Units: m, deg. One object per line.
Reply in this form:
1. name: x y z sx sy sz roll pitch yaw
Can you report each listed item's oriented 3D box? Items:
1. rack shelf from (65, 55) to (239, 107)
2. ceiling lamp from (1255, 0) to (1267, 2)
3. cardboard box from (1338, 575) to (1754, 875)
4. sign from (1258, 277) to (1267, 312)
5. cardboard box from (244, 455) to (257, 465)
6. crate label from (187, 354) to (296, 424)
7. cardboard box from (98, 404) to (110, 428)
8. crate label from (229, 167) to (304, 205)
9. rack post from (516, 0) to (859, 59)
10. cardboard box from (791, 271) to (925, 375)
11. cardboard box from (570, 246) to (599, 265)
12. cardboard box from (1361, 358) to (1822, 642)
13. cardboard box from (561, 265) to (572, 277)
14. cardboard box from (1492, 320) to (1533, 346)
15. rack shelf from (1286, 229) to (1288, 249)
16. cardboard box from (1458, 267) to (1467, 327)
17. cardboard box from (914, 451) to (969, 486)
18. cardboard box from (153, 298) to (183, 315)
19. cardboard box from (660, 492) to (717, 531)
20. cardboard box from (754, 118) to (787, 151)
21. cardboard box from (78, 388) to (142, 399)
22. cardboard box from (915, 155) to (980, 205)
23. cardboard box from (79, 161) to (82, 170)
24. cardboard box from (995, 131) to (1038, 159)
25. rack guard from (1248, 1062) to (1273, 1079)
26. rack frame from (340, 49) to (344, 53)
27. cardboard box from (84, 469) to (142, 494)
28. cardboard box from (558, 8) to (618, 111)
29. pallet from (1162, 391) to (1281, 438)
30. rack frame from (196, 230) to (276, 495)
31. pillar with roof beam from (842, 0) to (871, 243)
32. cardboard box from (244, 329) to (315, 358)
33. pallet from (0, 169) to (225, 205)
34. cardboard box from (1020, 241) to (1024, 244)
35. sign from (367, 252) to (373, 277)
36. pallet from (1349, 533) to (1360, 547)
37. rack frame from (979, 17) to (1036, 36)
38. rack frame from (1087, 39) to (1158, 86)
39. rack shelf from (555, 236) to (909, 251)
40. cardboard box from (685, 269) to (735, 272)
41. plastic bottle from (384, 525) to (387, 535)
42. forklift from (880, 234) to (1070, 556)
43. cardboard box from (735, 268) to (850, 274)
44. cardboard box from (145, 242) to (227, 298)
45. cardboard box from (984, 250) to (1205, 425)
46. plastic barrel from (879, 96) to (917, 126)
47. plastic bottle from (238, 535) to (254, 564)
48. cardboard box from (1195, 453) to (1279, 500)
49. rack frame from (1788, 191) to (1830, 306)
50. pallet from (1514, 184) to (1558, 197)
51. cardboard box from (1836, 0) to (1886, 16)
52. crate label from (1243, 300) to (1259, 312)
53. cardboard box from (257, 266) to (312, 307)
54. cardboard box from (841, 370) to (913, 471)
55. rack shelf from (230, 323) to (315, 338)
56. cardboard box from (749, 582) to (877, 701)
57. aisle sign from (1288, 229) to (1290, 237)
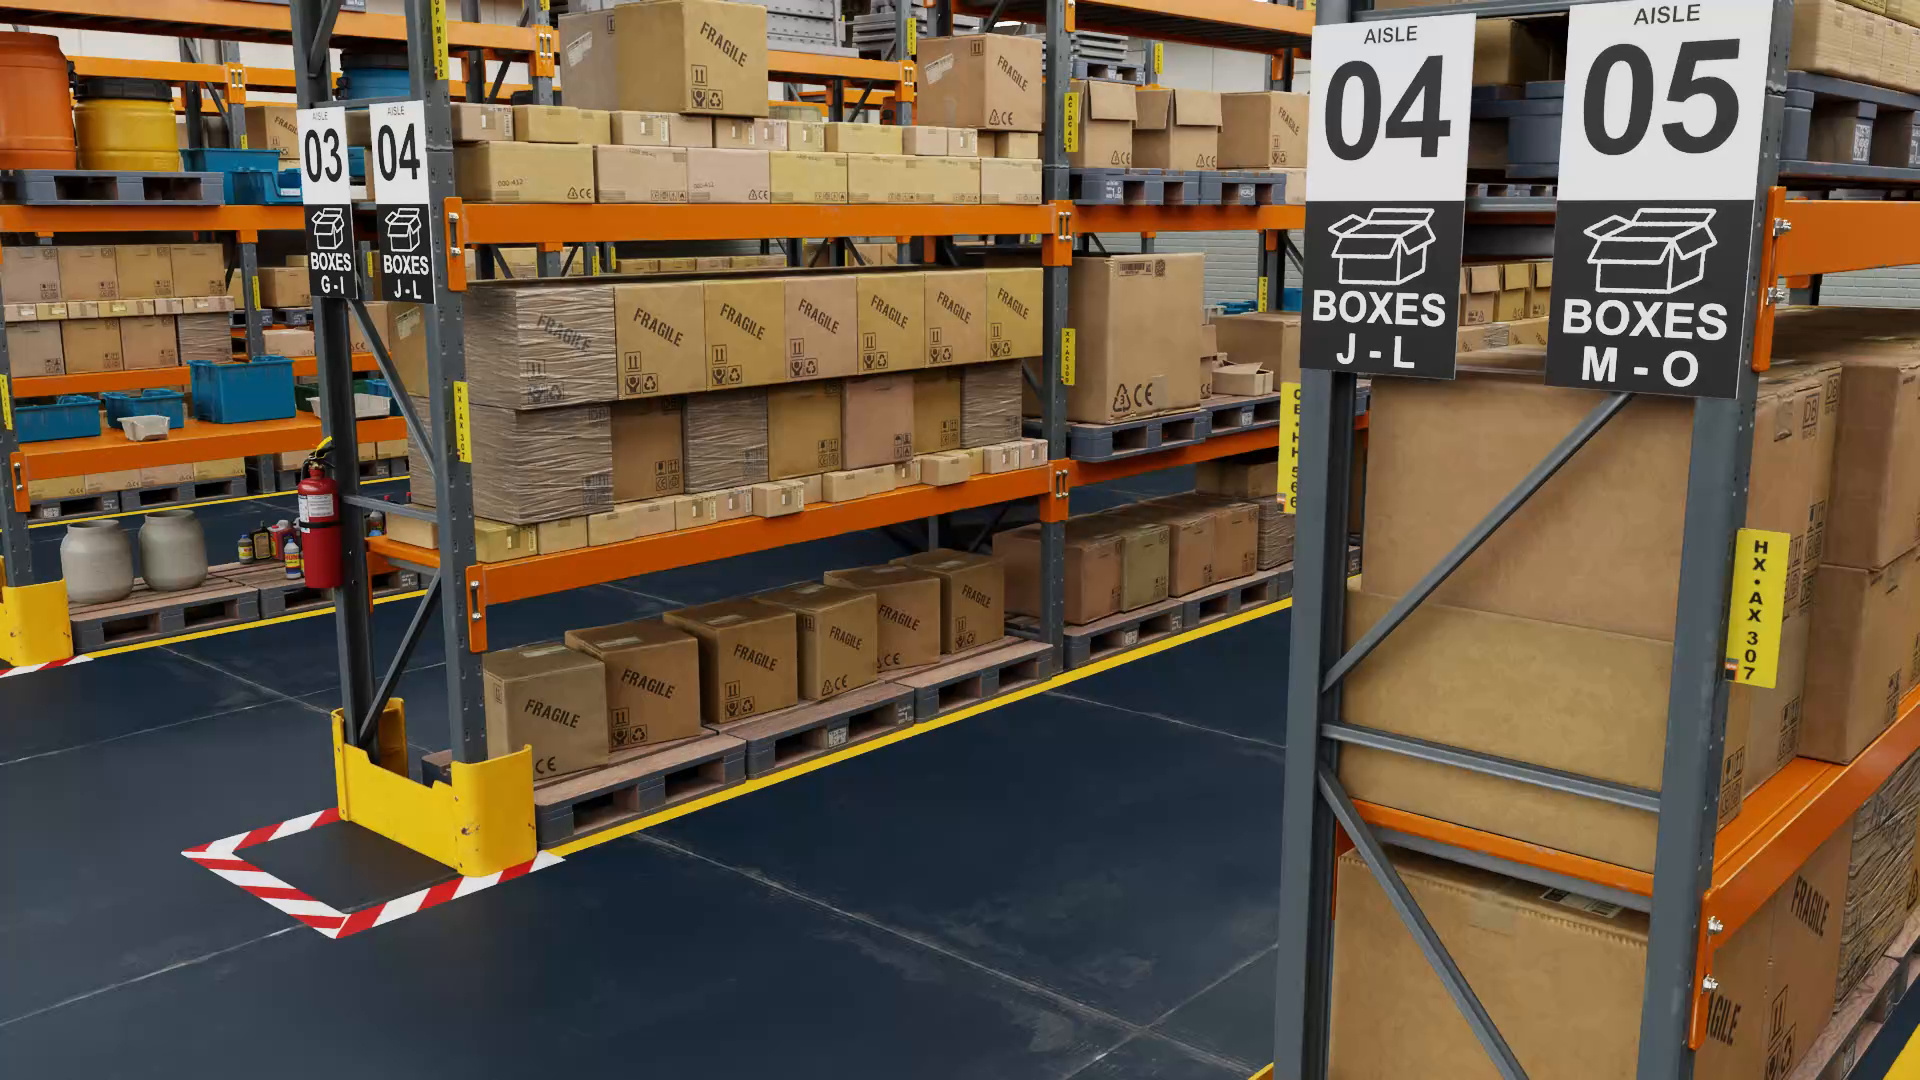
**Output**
1. rack shelf: -8.545 -4.093 14.587 1.077 0.370 4.000 10 15 40
2. ceiling lamp: 4.345 -9.635 24.574 2.000 3.185 0.800 10 15 40
3. cardboard box: 1.444 0.398 4.180 0.875 0.550 0.550 10 15 40
4. sign: 2.436 -1.941 13.313 0.100 0.325 0.005 10 15 40
5. cardboard box: -7.168 -0.951 17.260 0.500 0.250 0.500 10 15 40
6. crate label: -5.135 -1.088 11.910 0.502 0.435 0.616 10 15 40
7. cardboard box: -8.032 -0.977 15.479 0.500 0.500 0.500 10 15 40
8. crate label: -4.663 -2.396 11.269 0.502 0.251 0.408 10 15 40
9. rack post: -2.271 -4.694 14.228 1.013 1.000 3.121 10 15 40
10. cardboard box: -0.536 -1.149 8.740 0.500 0.500 0.500 10 15 40
11. cardboard box: -5.783 -4.282 25.011 0.500 0.250 0.500 10 15 42
12. cardboard box: 1.507 -0.121 4.019 0.875 0.550 0.550 10 15 40
13. cardboard box: -6.112 -3.839 24.709 0.500 0.500 0.500 10 15 41
14. cardboard box: 4.720 -1.685 14.736 0.500 0.500 0.500 10 15 40
15. rack shelf: 4.175 -2.714 14.320 1.077 0.370 4.000 10 15 40
16. cardboard box: 3.782 -2.044 13.968 0.797 0.503 0.637 10 15 42
17. cardboard box: -0.170 -0.405 9.220 0.380 0.149 0.250 10 15 40
18. cardboard box: -7.579 -2.219 15.751 0.380 0.149 0.250 9 15 39
19. cardboard box: -1.383 -0.157 7.980 0.380 0.149 0.250 10 15 40
20. cardboard box: -1.057 -1.958 8.062 0.380 0.149 0.250 10 15 40
21. cardboard box: -10.475 -1.735 20.497 0.700 0.500 0.500 10 15 42
22. cardboard box: -0.243 -1.934 8.961 0.500 0.250 0.500 10 15 42
23. cardboard box: -7.815 -3.404 15.149 0.380 0.149 0.250 10 15 40
24. cardboard box: 0.217 -2.221 9.379 0.380 0.149 0.250 10 15 42
25. rack guard: 1.217 1.761 4.119 1.175 0.500 0.348 10 15 40
26. rack frame: -8.308 -6.165 22.101 1.000 3.000 0.127 10 15 40
27. cardboard box: -8.023 -0.608 15.544 0.500 0.250 0.500 10 15 40
28. cardboard box: -1.593 -2.296 8.101 0.500 0.500 0.500 10 15 40
29. pallet: 1.579 -0.911 11.604 1.003 0.211 1.213 10 15 40
30. rack frame: -7.224 -1.994 16.539 1.000 3.000 0.127 10 15 40
31. pillar with roof beam: 1.340 -7.294 27.756 9.100 9.000 0.548 10 15 40
32. cardboard box: -6.932 -1.999 16.944 0.500 0.250 0.500 11 16 44
33. pallet: -5.527 -2.252 10.654 1.003 0.211 1.213 10 15 40
34. cardboard box: 0.610 -4.198 24.764 0.500 0.500 0.500 10 15 40
35. sign: -7.894 -3.683 22.239 0.100 0.325 0.005 10 15 40
36. pallet: 3.432 -0.040 13.875 1.003 0.211 1.213 10 15 40
37. rack frame: 0.697 -6.702 24.790 1.000 3.000 0.127 10 15 40
38. rack frame: 1.775 -5.472 18.635 1.000 3.000 0.127 10 15 40
39. rack shelf: -2.186 -2.766 14.579 1.077 0.370 4.000 10 15 40
40. cardboard box: -3.063 -3.159 21.039 0.700 0.500 0.500 6 13 26
41. plastic bottle: -4.245 -0.020 12.463 0.061 0.283 0.133 10 15 40
42. forklift: 0.218 -1.319 13.334 1.130 2.935 3.031 -4 12 -20
43. cardboard box: -0.933 -1.218 9.082 0.500 0.500 0.500 10 15 40
44. cardboard box: -7.513 -2.614 16.071 0.700 0.500 0.500 10 15 41
45. cardboard box: 0.844 -1.312 10.518 1.000 1.000 1.000 10 15 41
46. plastic barrel: -0.489 -3.913 16.315 0.600 0.830 0.708 10 15 40
47. plastic bottle: -5.263 0.065 12.251 0.097 0.201 0.097 0 11 0
48. cardboard box: 2.093 -0.478 12.288 0.500 0.250 0.500 -10 15 -41
49. rack frame: 3.873 -0.057 6.838 1.000 3.000 0.127 10 15 40
50. pallet: 4.927 -3.126 15.034 0.805 0.209 1.217 9 14 38
51. cardboard box: 1.744 -1.305 3.722 0.500 0.250 0.500 10 15 40
52. crate label: 4.005 -3.073 22.211 0.416 0.233 0.303 10 15 40
53. cardboard box: -8.959 -3.331 21.854 0.700 0.500 0.500 8 14 35
54. cardboard box: -0.740 -0.694 9.014 0.875 0.500 0.500 10 15 40
55. rack shelf: -9.628 -2.576 21.286 1.077 0.370 4.000 10 15 40
56. cardboard box: -0.803 0.547 9.123 0.500 0.500 0.500 8 14 35
57. aisle sign: 4.240 -4.443 22.159 0.394 0.787 0.004 10 15 40
